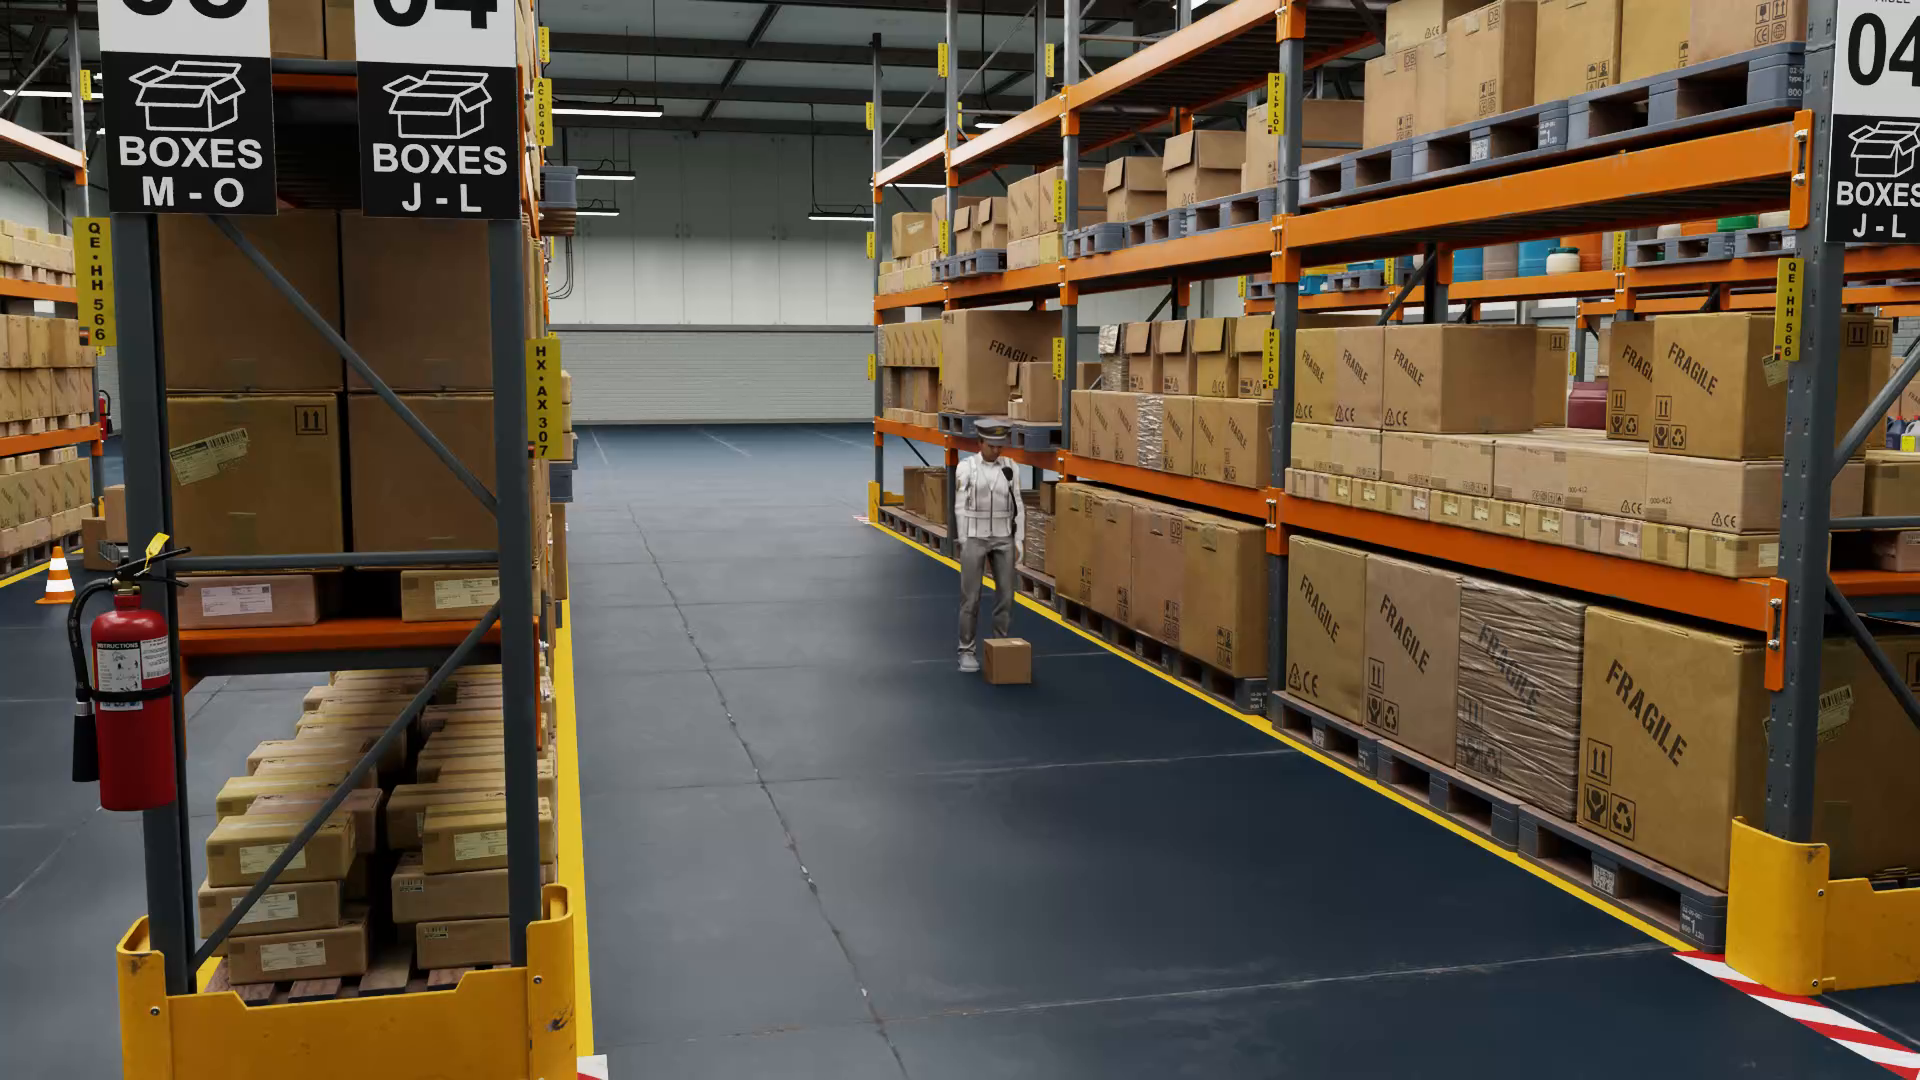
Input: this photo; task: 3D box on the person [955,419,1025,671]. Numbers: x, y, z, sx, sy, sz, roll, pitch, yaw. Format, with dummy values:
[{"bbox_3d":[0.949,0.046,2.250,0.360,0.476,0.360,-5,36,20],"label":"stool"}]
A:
[{"bbox_3d":[0.202,0.029,10.989,0.476,1.661,0.338,-2,6,-14],"label":"person"}]
